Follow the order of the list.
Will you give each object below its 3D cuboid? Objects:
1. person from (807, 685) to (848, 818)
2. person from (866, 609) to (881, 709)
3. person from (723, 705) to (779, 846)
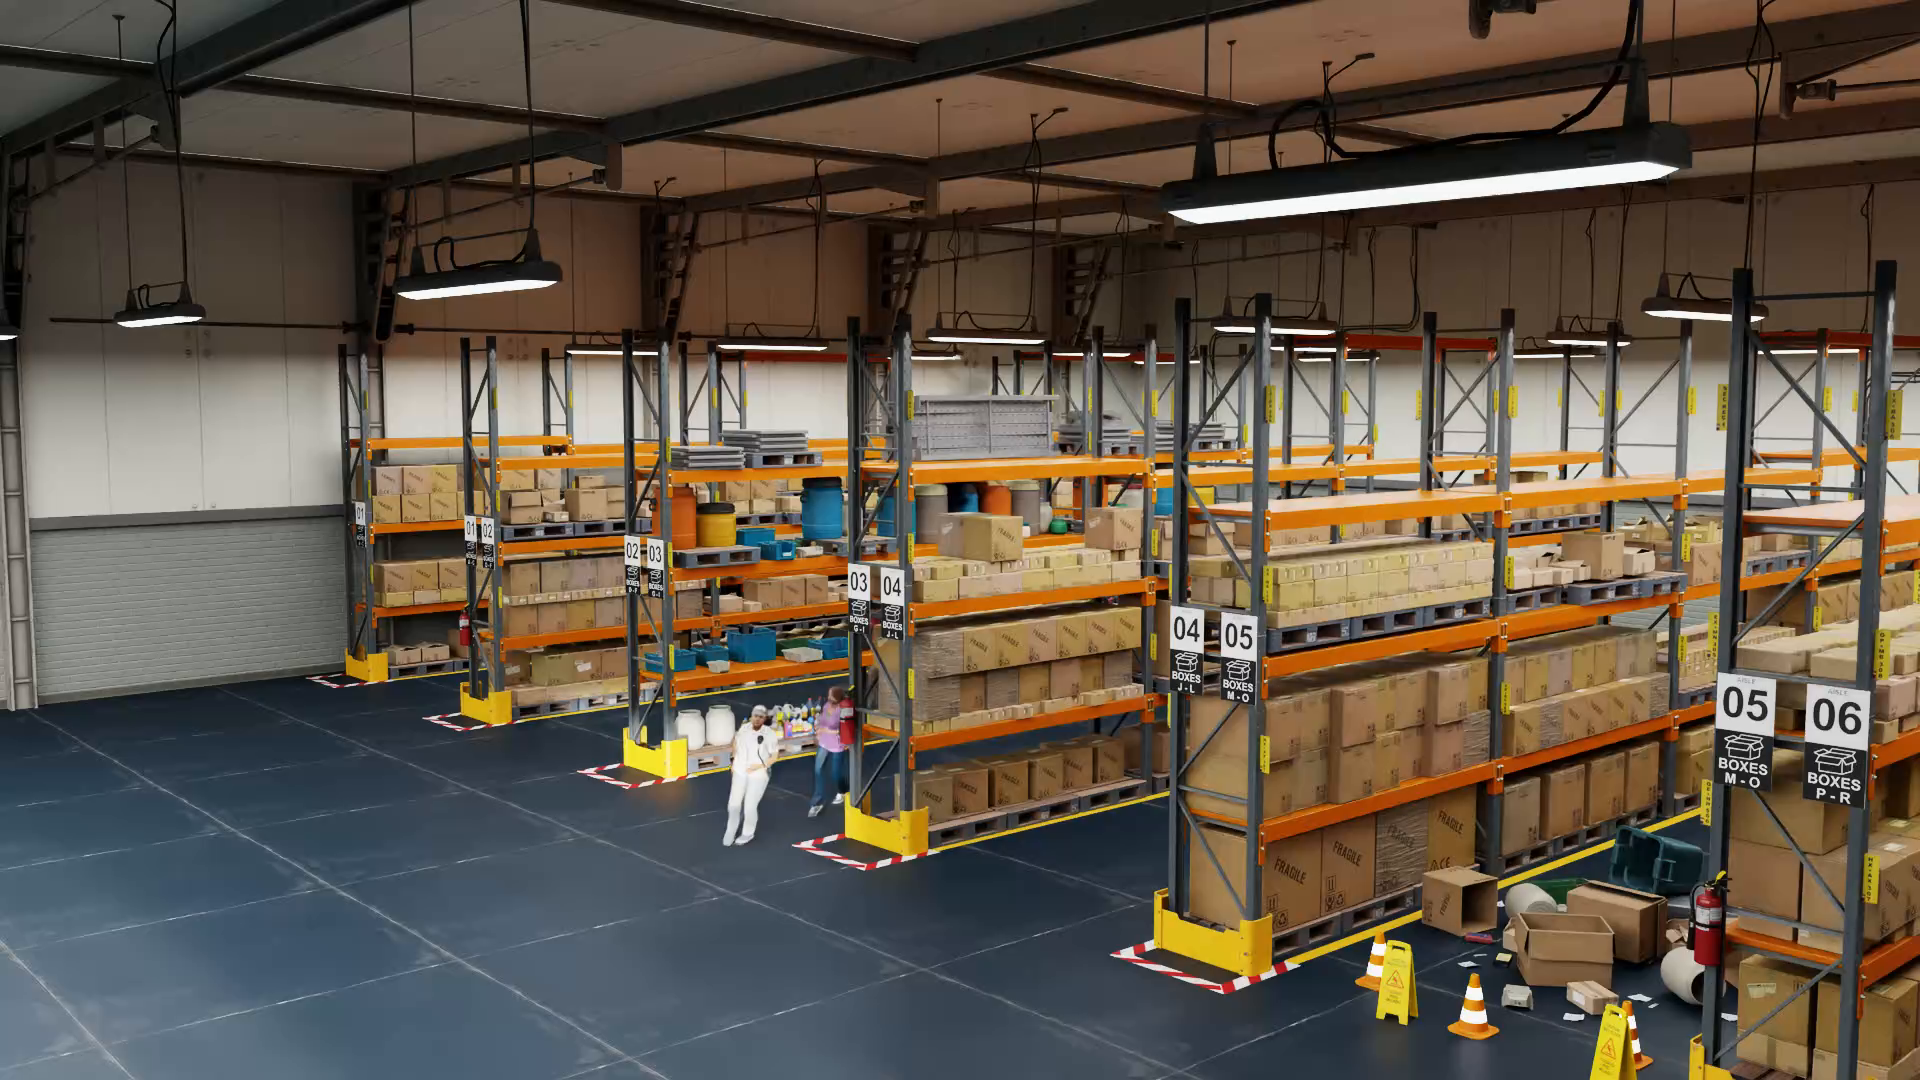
[{"bbox_3d":[-1.493,2.571,20.350,0.529,1.636,0.735,3,6,30],"label":"person"},{"bbox_3d":[-1.339,1.898,27.114,0.666,1.718,0.841,5,7,44],"label":"person"},{"bbox_3d":[-2.376,2.675,18.836,0.664,1.637,0.568,1,5,9],"label":"person"}]
